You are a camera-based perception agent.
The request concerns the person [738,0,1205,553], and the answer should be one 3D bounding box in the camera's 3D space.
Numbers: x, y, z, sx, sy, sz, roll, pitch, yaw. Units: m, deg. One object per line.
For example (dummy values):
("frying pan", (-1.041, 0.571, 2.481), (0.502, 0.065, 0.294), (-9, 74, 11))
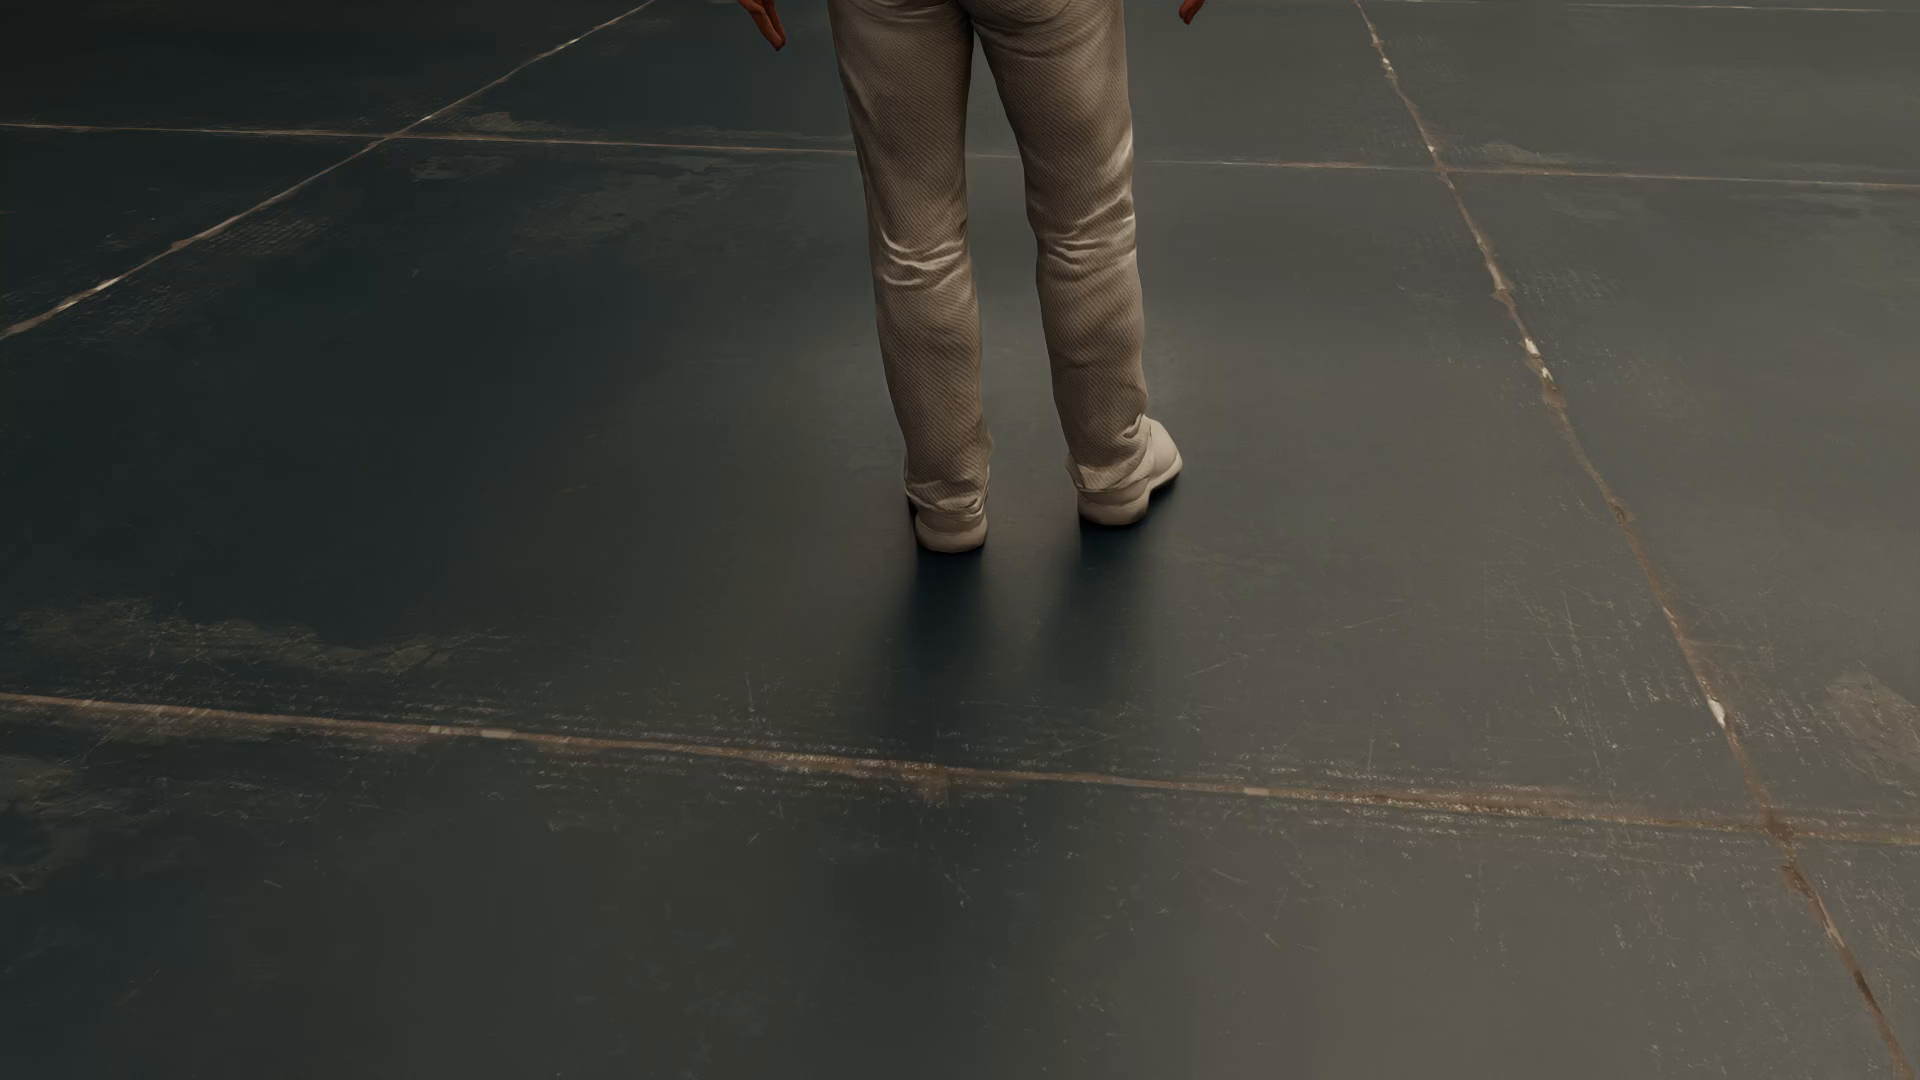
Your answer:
("person", (0.015, -0.827, 2.164), (0.665, 1.768, 0.575), (3, 27, 7))
